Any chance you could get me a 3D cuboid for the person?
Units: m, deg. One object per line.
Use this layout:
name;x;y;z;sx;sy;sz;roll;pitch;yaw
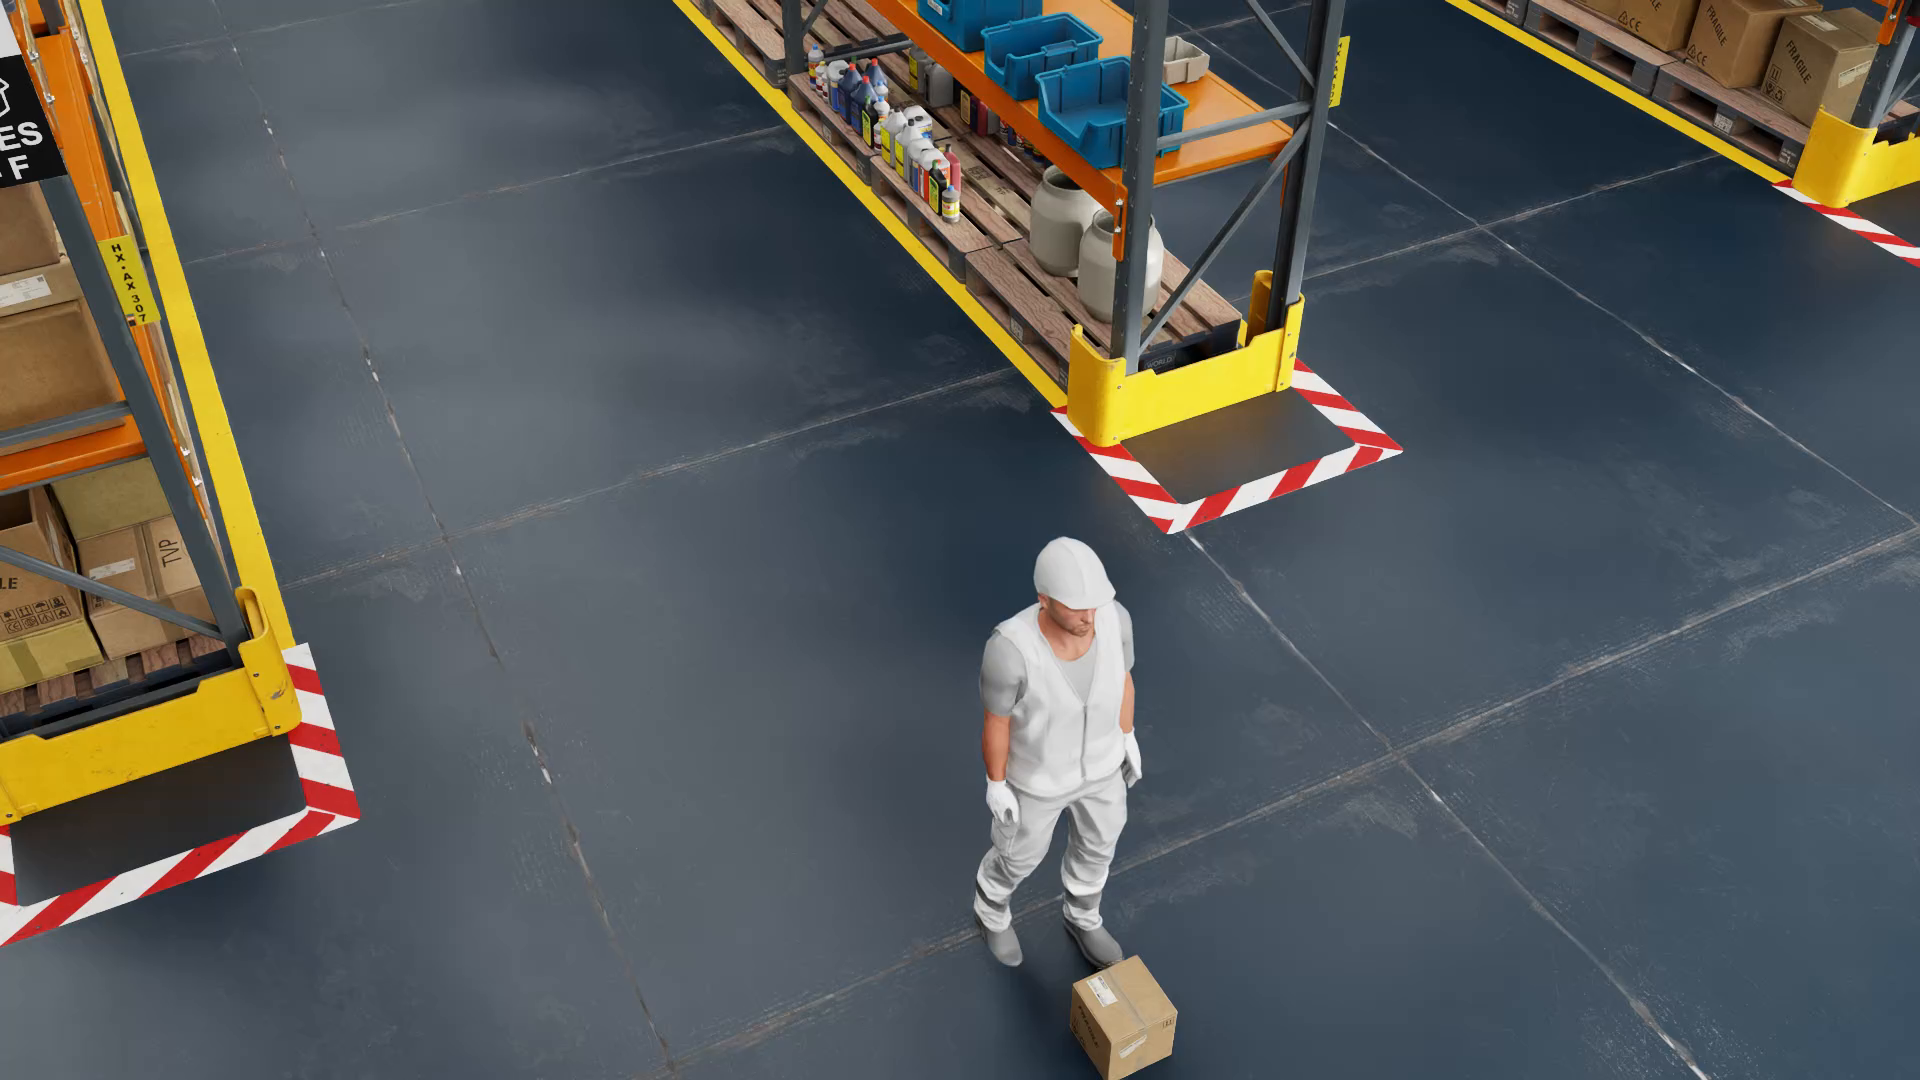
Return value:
person;0.342;0.742;5.313;0.542;1.827;0.477;-18;44;-20
